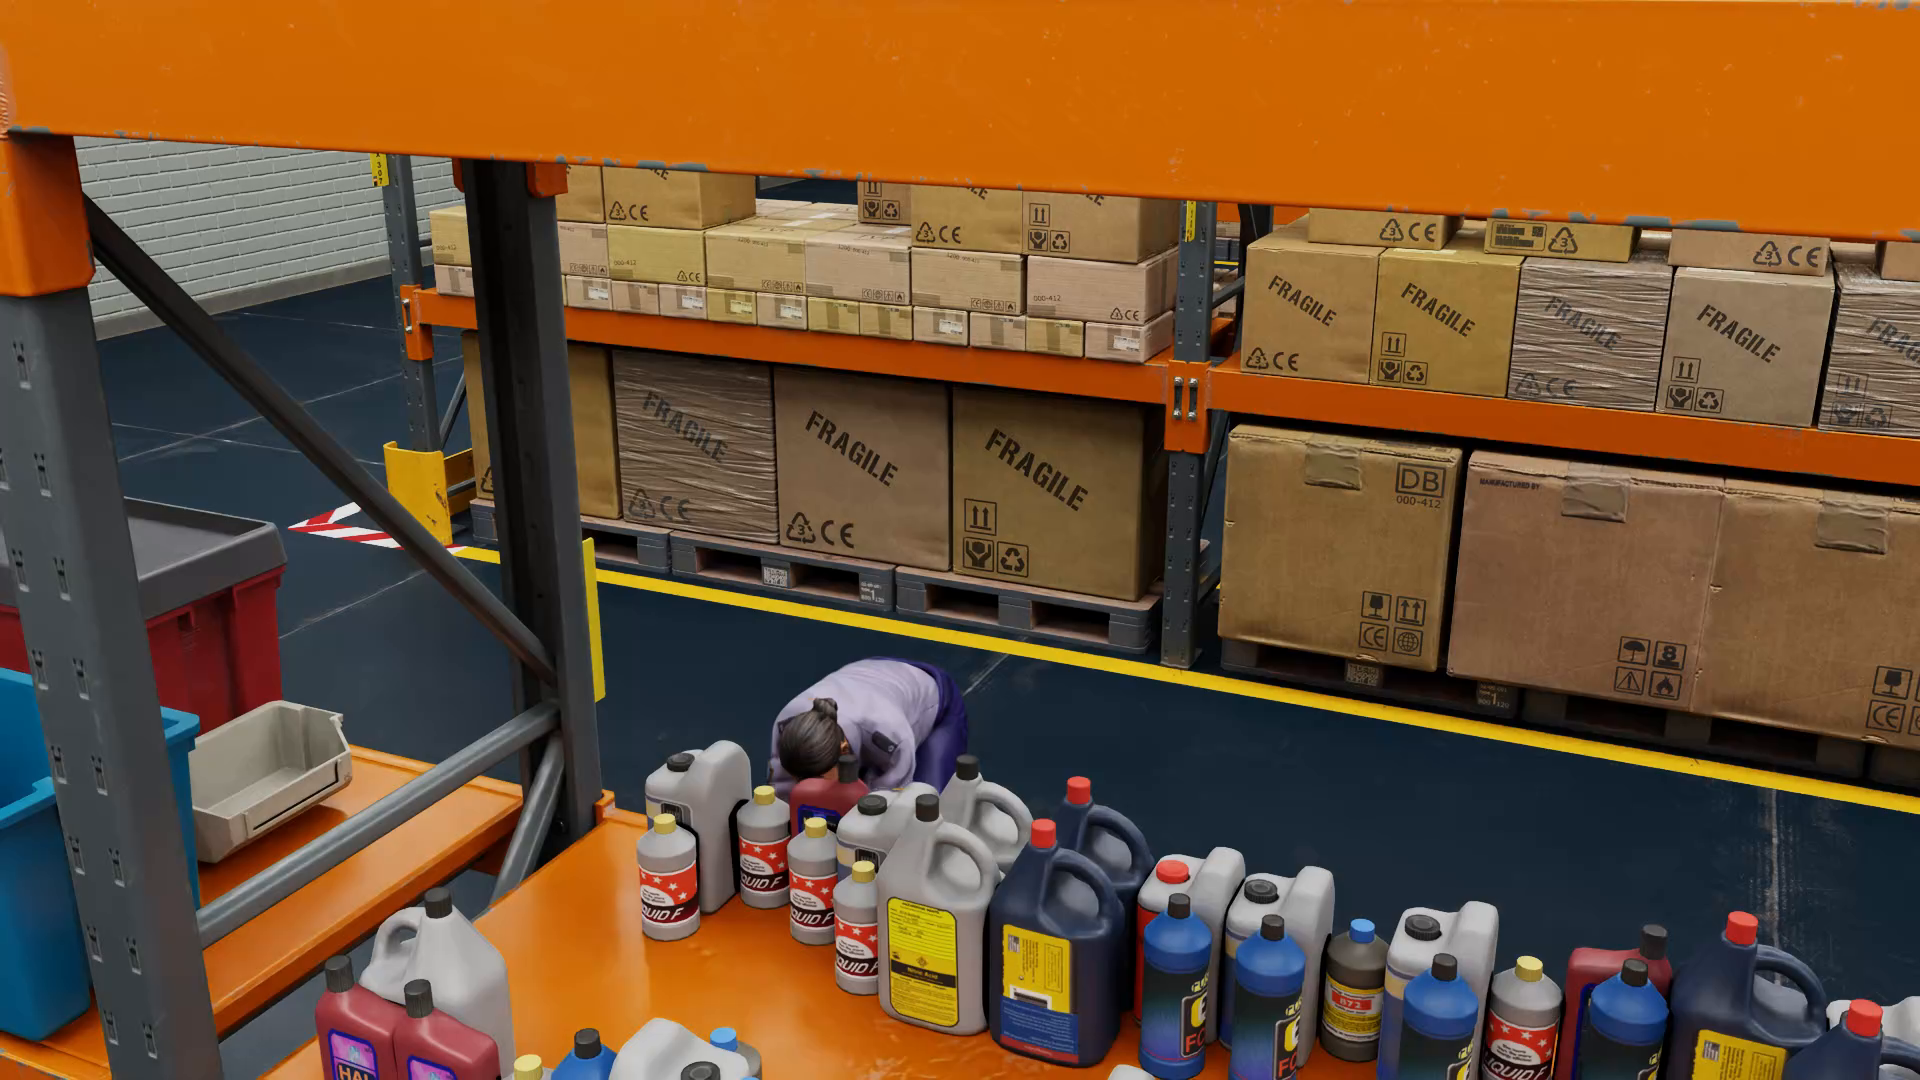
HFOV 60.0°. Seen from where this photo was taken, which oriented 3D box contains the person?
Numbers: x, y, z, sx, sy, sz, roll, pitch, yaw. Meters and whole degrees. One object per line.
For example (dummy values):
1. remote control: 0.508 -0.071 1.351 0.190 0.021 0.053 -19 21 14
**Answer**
1. person: -0.275 0.809 4.829 0.519 0.952 0.891 7 20 20
